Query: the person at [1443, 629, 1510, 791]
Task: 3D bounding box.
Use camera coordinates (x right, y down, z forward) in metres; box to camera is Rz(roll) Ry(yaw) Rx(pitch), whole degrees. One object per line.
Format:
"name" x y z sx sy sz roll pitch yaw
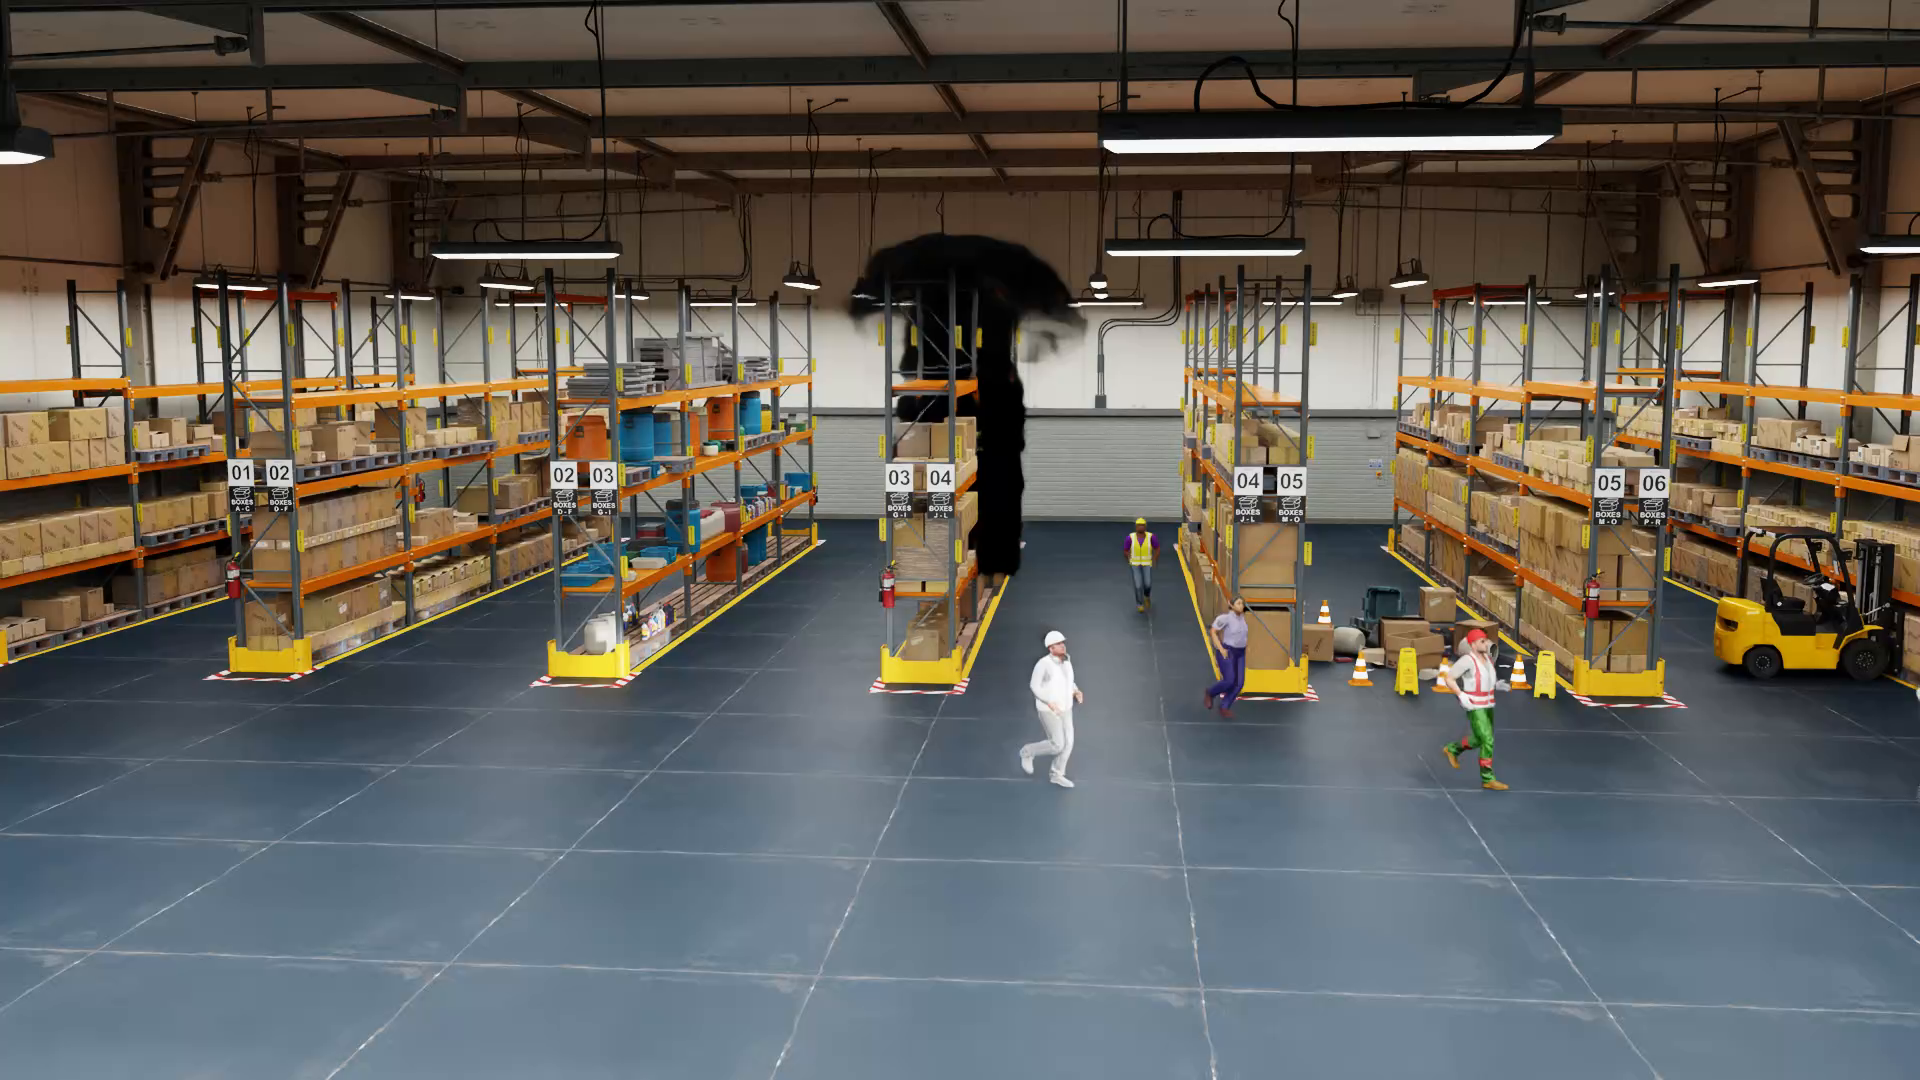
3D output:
"person" 5.778 1.870 18.626 0.670 1.765 0.914 -5 9 -38

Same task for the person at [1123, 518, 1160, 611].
"person" 3.311 0.459 30.352 0.674 1.721 0.569 1 7 8

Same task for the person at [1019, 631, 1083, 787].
"person" 1.037 1.882 18.741 0.645 1.752 0.662 6 9 41

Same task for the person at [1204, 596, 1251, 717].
"person" 3.608 1.533 22.194 0.656 1.596 0.539 -6 9 -39
